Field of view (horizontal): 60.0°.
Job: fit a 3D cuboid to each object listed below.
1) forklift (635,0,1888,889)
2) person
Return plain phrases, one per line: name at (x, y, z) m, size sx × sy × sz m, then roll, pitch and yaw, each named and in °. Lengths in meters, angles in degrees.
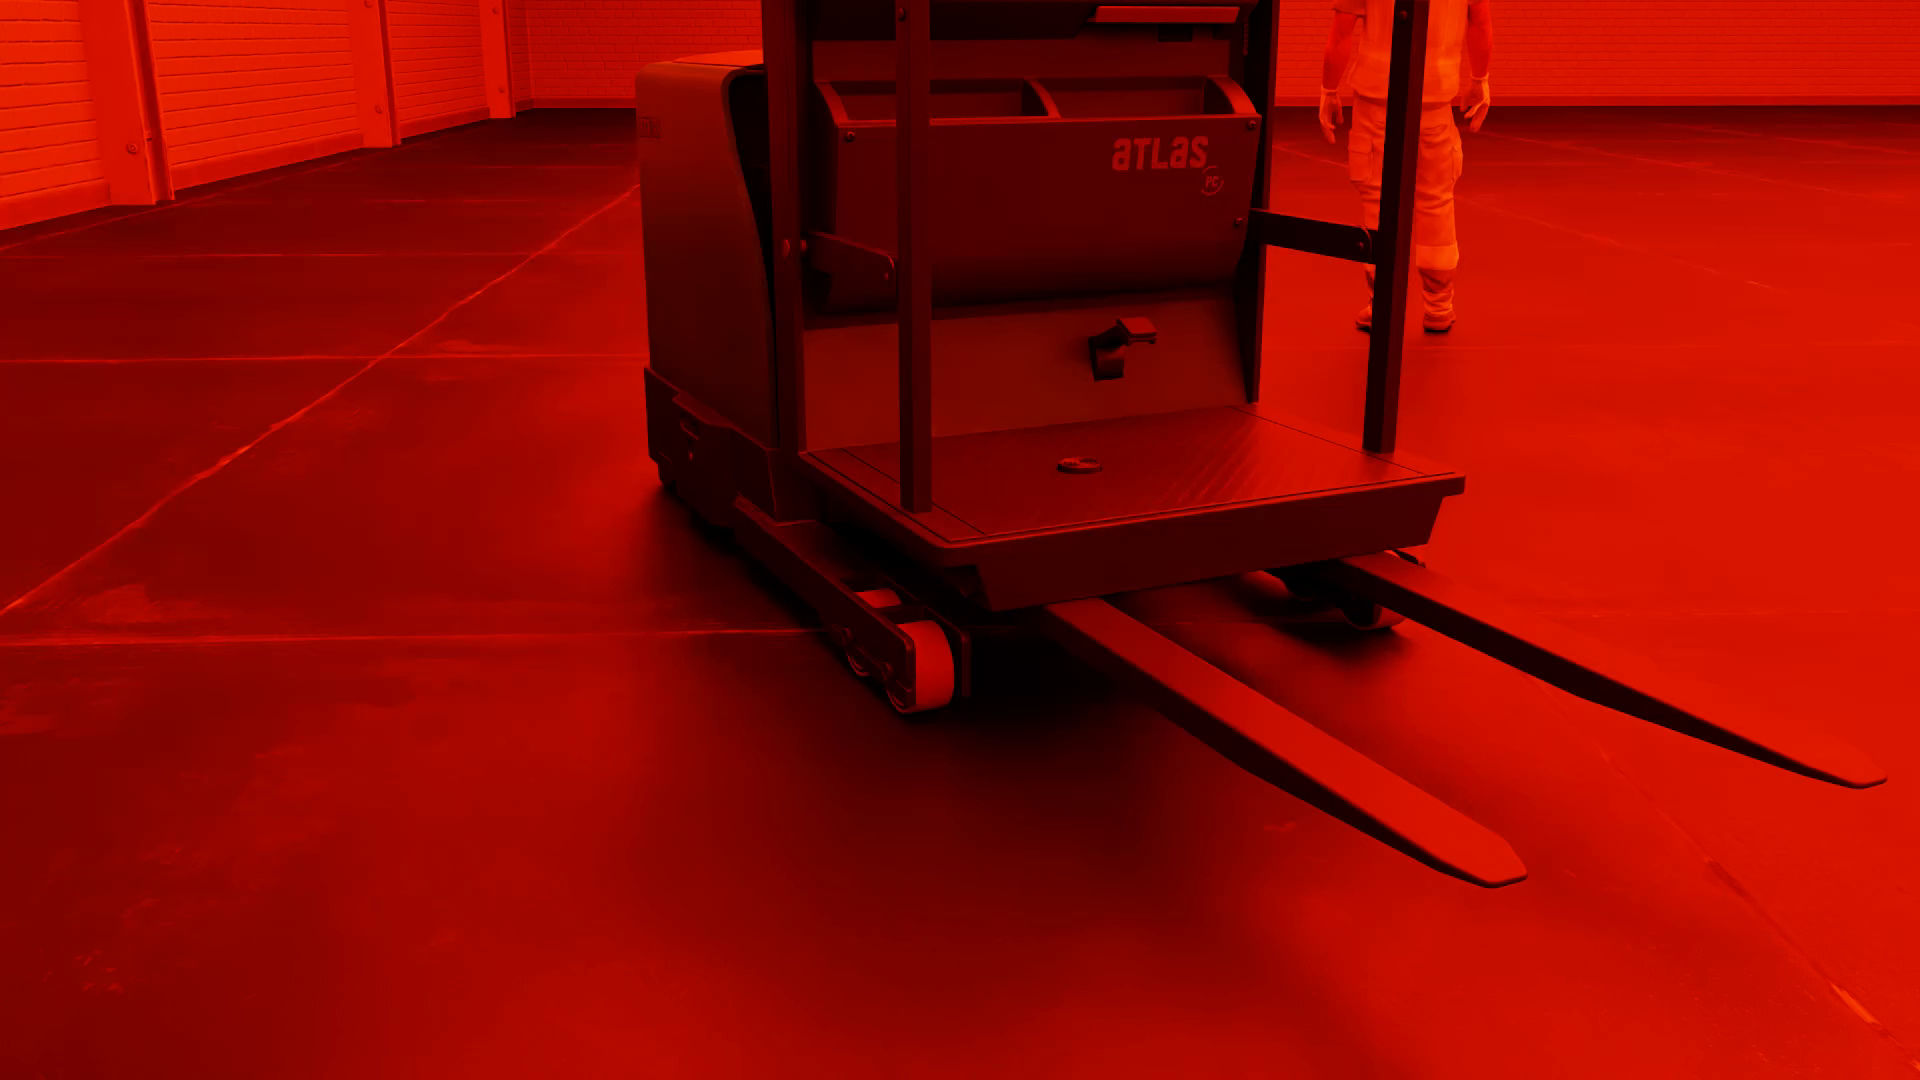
forklift at (0.258, -1.240, 2.962) m, size 1.130 × 2.935 × 3.031 m, roll -8°, pitch 19°, yaw -24°
person at (1.695, -1.693, 6.370) m, size 0.638 × 1.787 × 0.564 m, roll 2°, pitch 17°, yaw 5°
